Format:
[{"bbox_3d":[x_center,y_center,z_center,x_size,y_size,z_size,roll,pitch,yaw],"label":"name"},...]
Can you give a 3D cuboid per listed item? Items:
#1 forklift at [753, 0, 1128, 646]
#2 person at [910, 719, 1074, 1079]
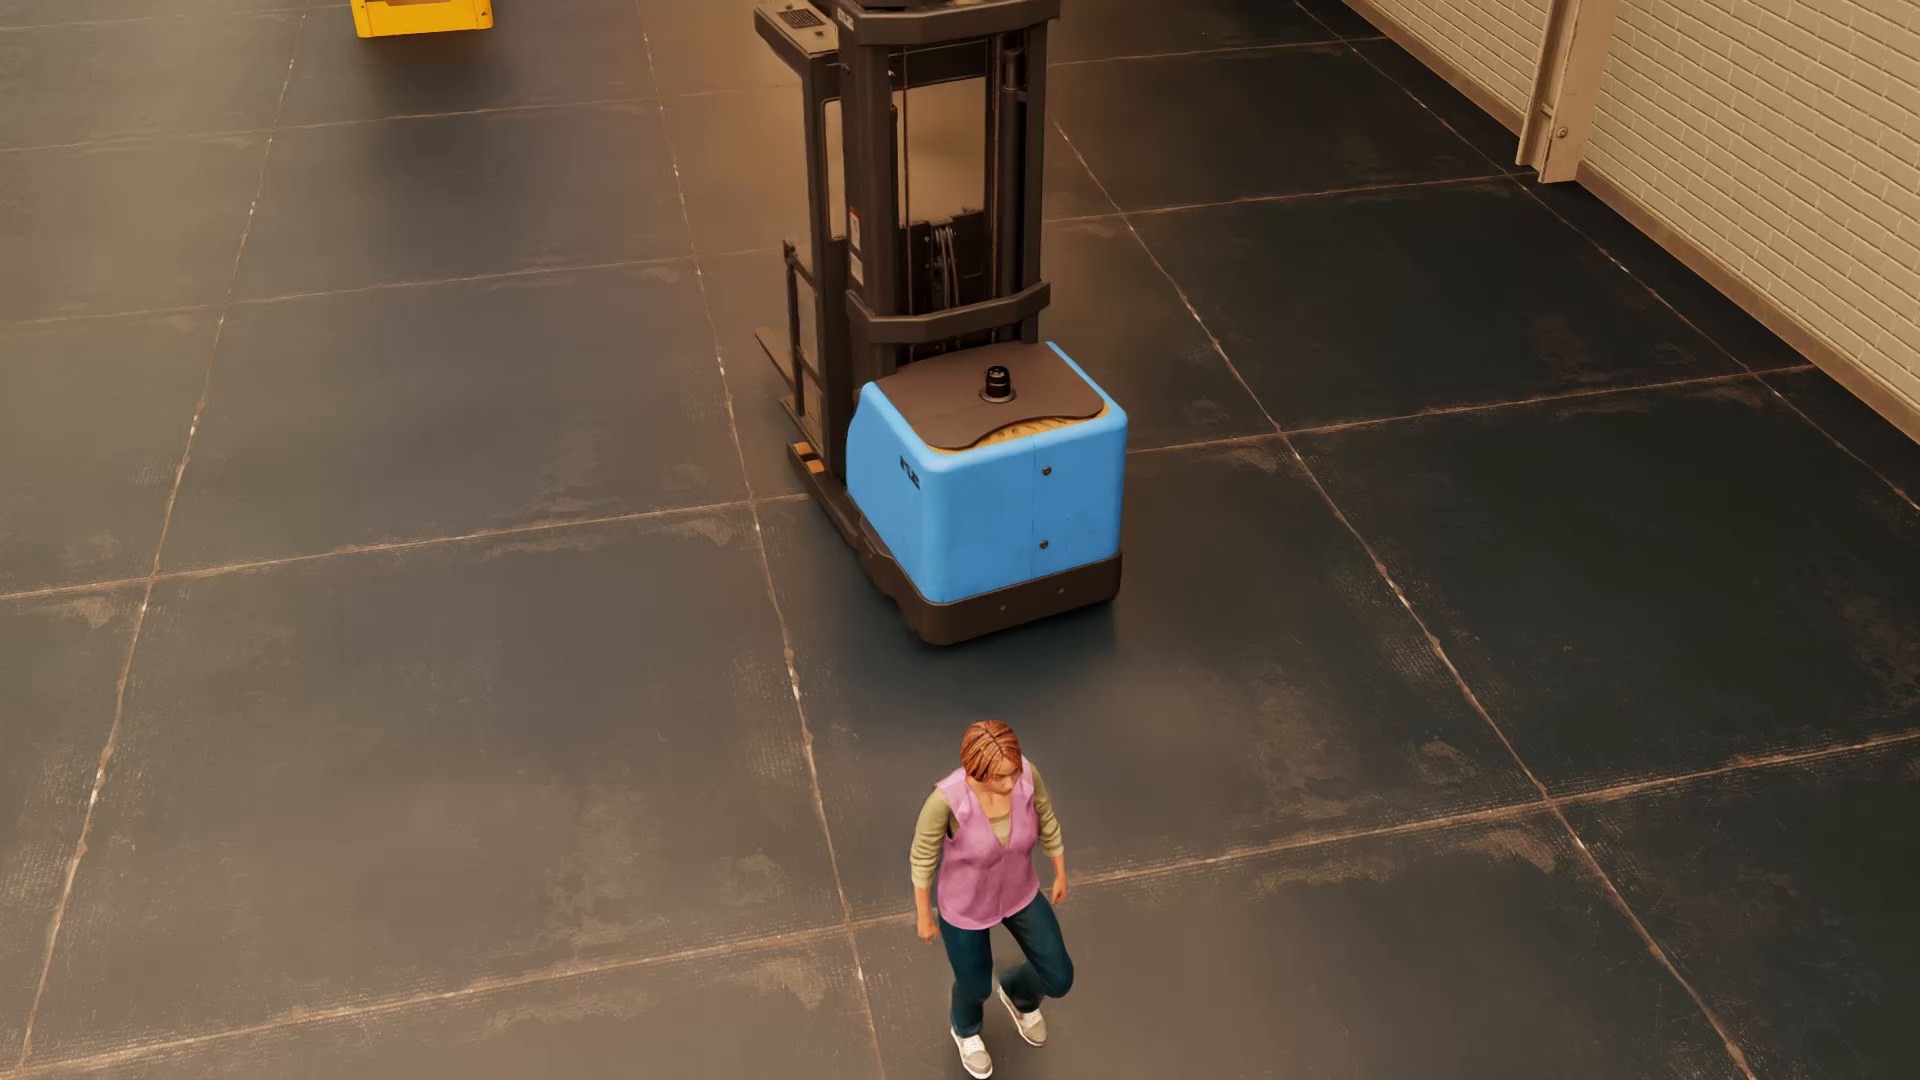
[{"bbox_3d":[-0.293,-1.550,8.204,1.130,2.935,3.031,-15,38,-20],"label":"forklift"},{"bbox_3d":[0.125,1.222,5.514,0.534,1.578,0.425,-16,39,-21],"label":"person"}]
